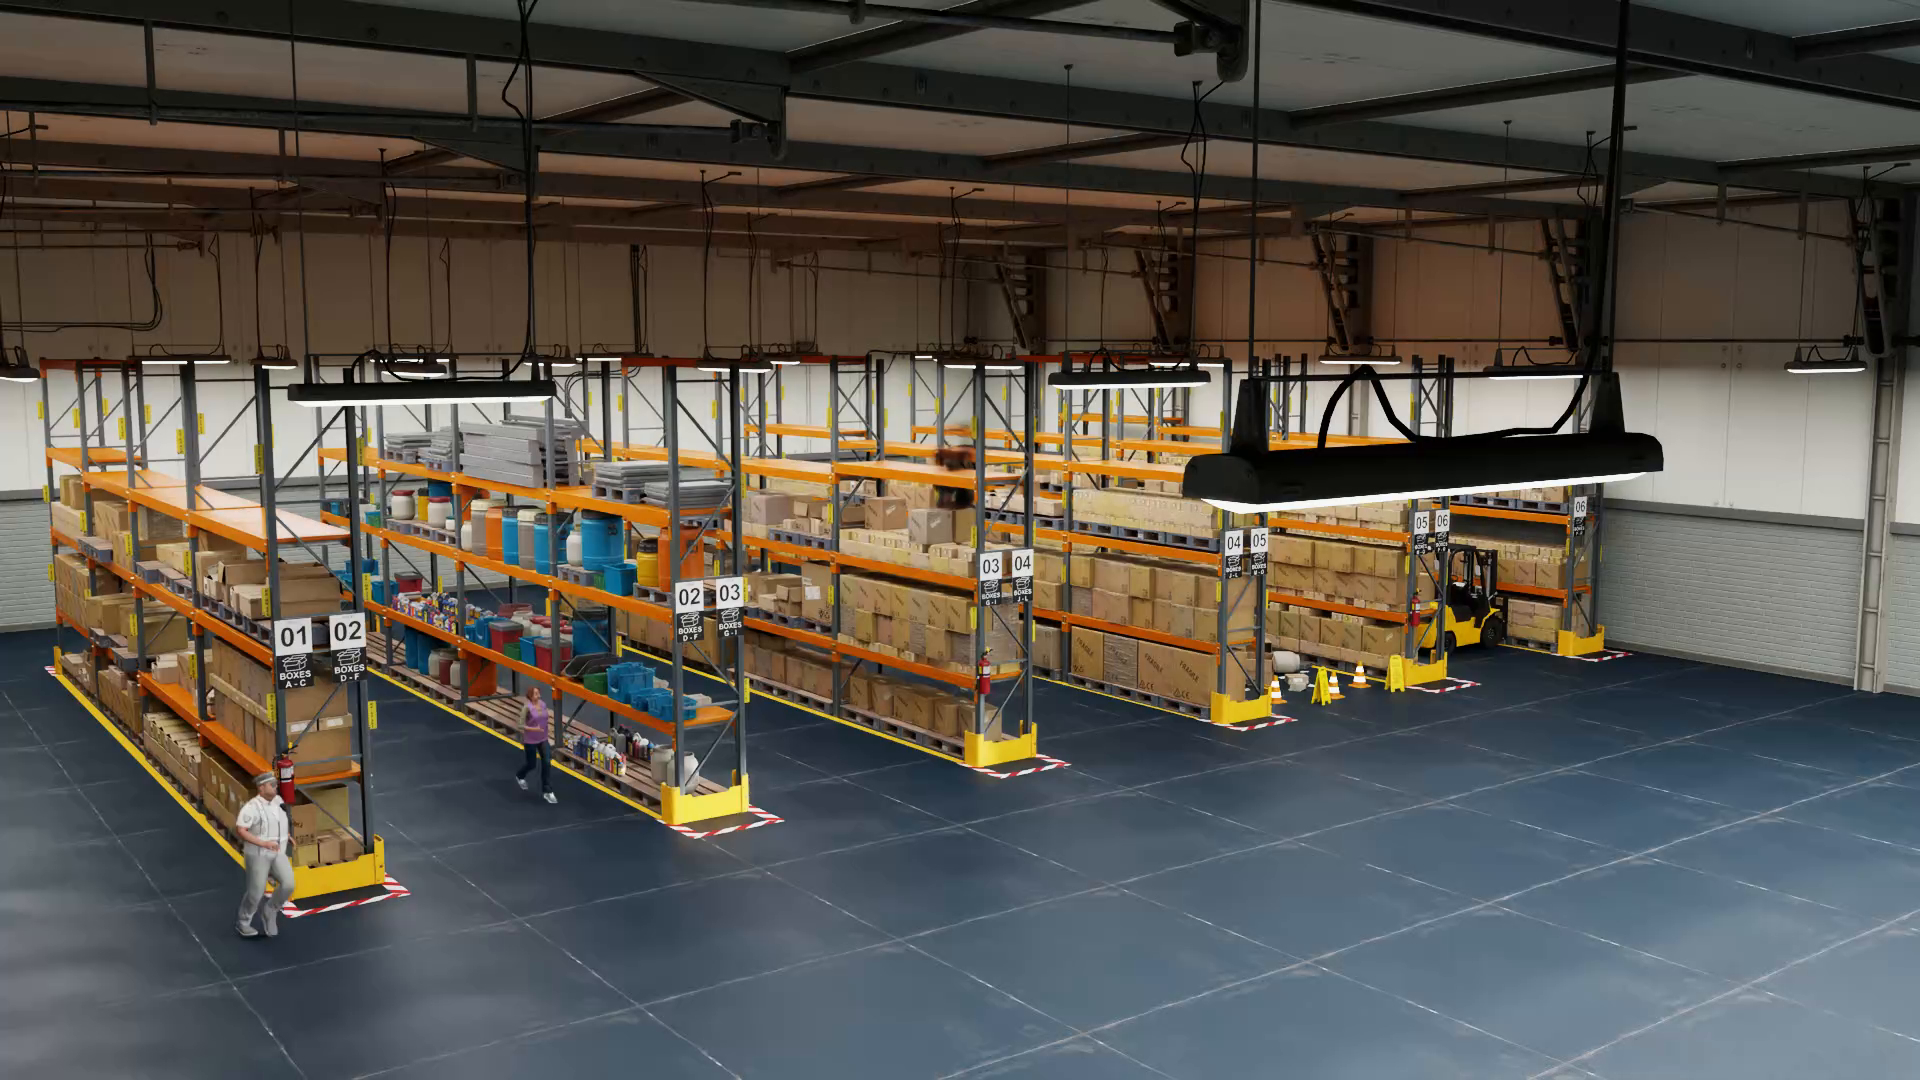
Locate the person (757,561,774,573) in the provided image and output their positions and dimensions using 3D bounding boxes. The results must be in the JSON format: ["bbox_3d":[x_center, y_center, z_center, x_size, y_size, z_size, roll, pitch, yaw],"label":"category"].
[{"bbox_3d":[-4.151,1.228,35.812,0.596,1.727,0.705,-7,10,-44],"label":"person"}]

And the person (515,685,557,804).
[{"bbox_3d":[-5.864,2.789,22.928,0.877,1.597,0.538,7,9,44],"label":"person"}]

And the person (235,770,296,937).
[{"bbox_3d":[-7.380,3.352,17.775,0.613,1.781,0.733,3,8,26],"label":"person"}]

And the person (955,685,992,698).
[{"bbox_3d":[0.271,1.952,29.583,0.783,1.821,0.683,7,10,44],"label":"person"}]
